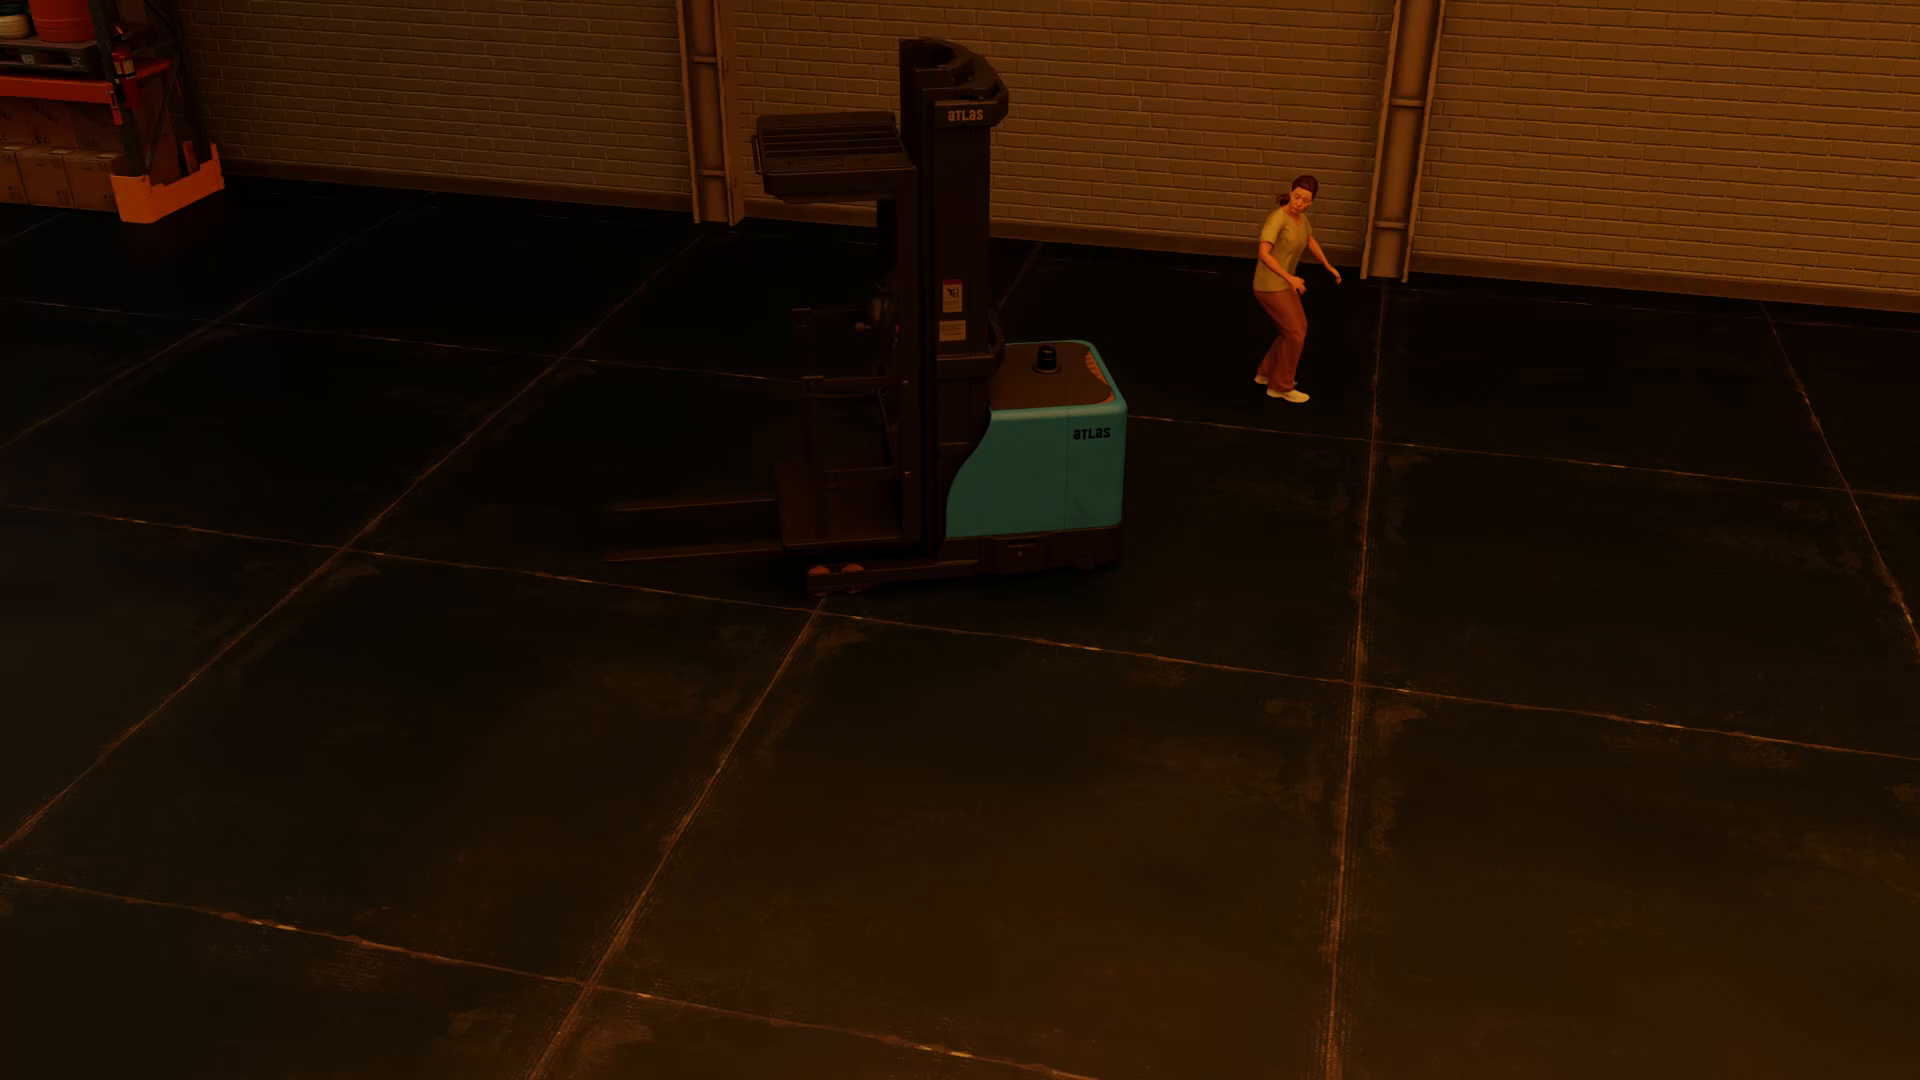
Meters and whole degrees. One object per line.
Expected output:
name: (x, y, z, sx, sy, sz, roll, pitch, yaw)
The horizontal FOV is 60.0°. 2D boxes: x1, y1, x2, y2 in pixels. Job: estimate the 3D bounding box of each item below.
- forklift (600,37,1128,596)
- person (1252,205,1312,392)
forklift: (-0.602, -1.232, 9.345, 3.031, 2.935, 1.130, -4, 30, -7)
person: (2.294, -1.697, 11.702, 0.420, 1.336, 0.603, 15, 33, 25)
